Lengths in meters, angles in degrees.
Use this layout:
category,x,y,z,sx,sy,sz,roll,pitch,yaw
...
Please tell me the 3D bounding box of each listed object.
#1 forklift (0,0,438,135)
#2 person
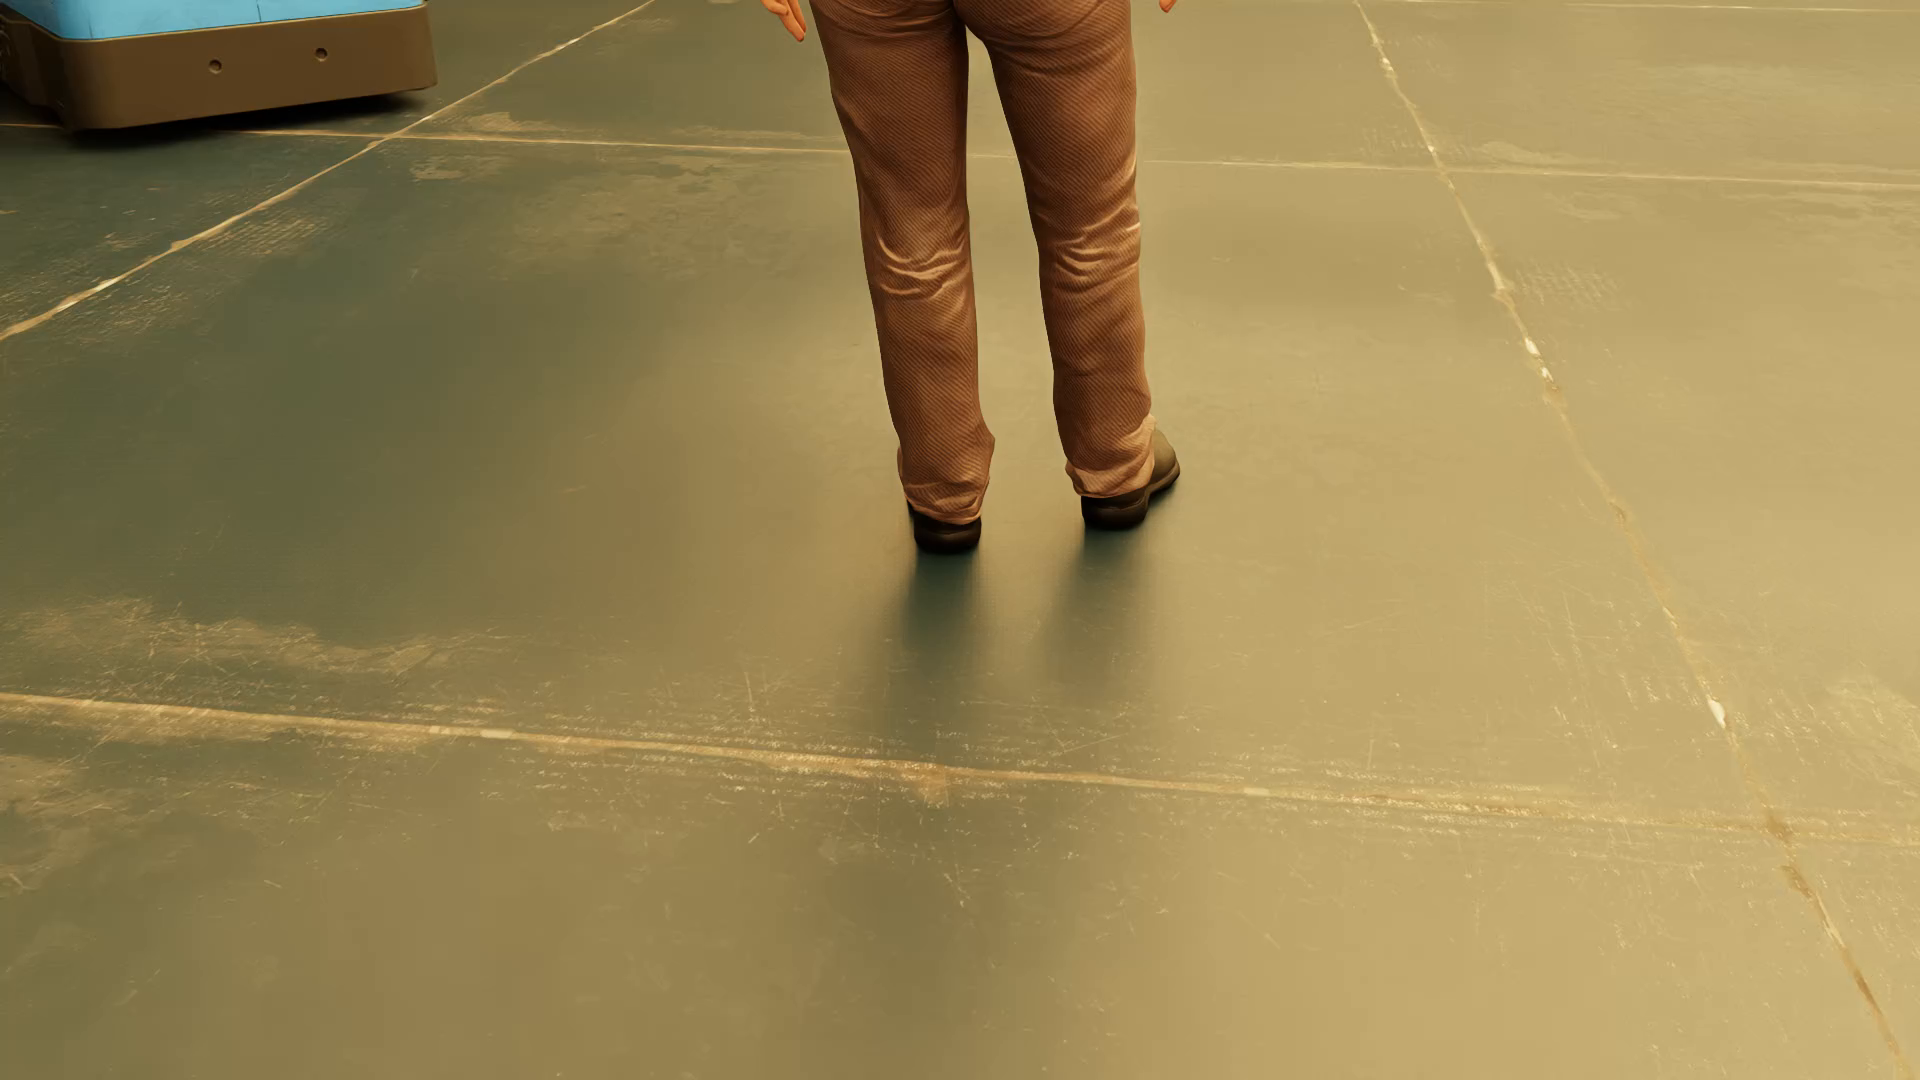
category,x,y,z,sx,sy,sz,roll,pitch,yaw
forklift,-2.933,-3.048,5.327,1.130,2.935,3.031,-19,32,-33
person,0.017,-0.803,2.166,0.632,1.720,0.568,3,27,7
